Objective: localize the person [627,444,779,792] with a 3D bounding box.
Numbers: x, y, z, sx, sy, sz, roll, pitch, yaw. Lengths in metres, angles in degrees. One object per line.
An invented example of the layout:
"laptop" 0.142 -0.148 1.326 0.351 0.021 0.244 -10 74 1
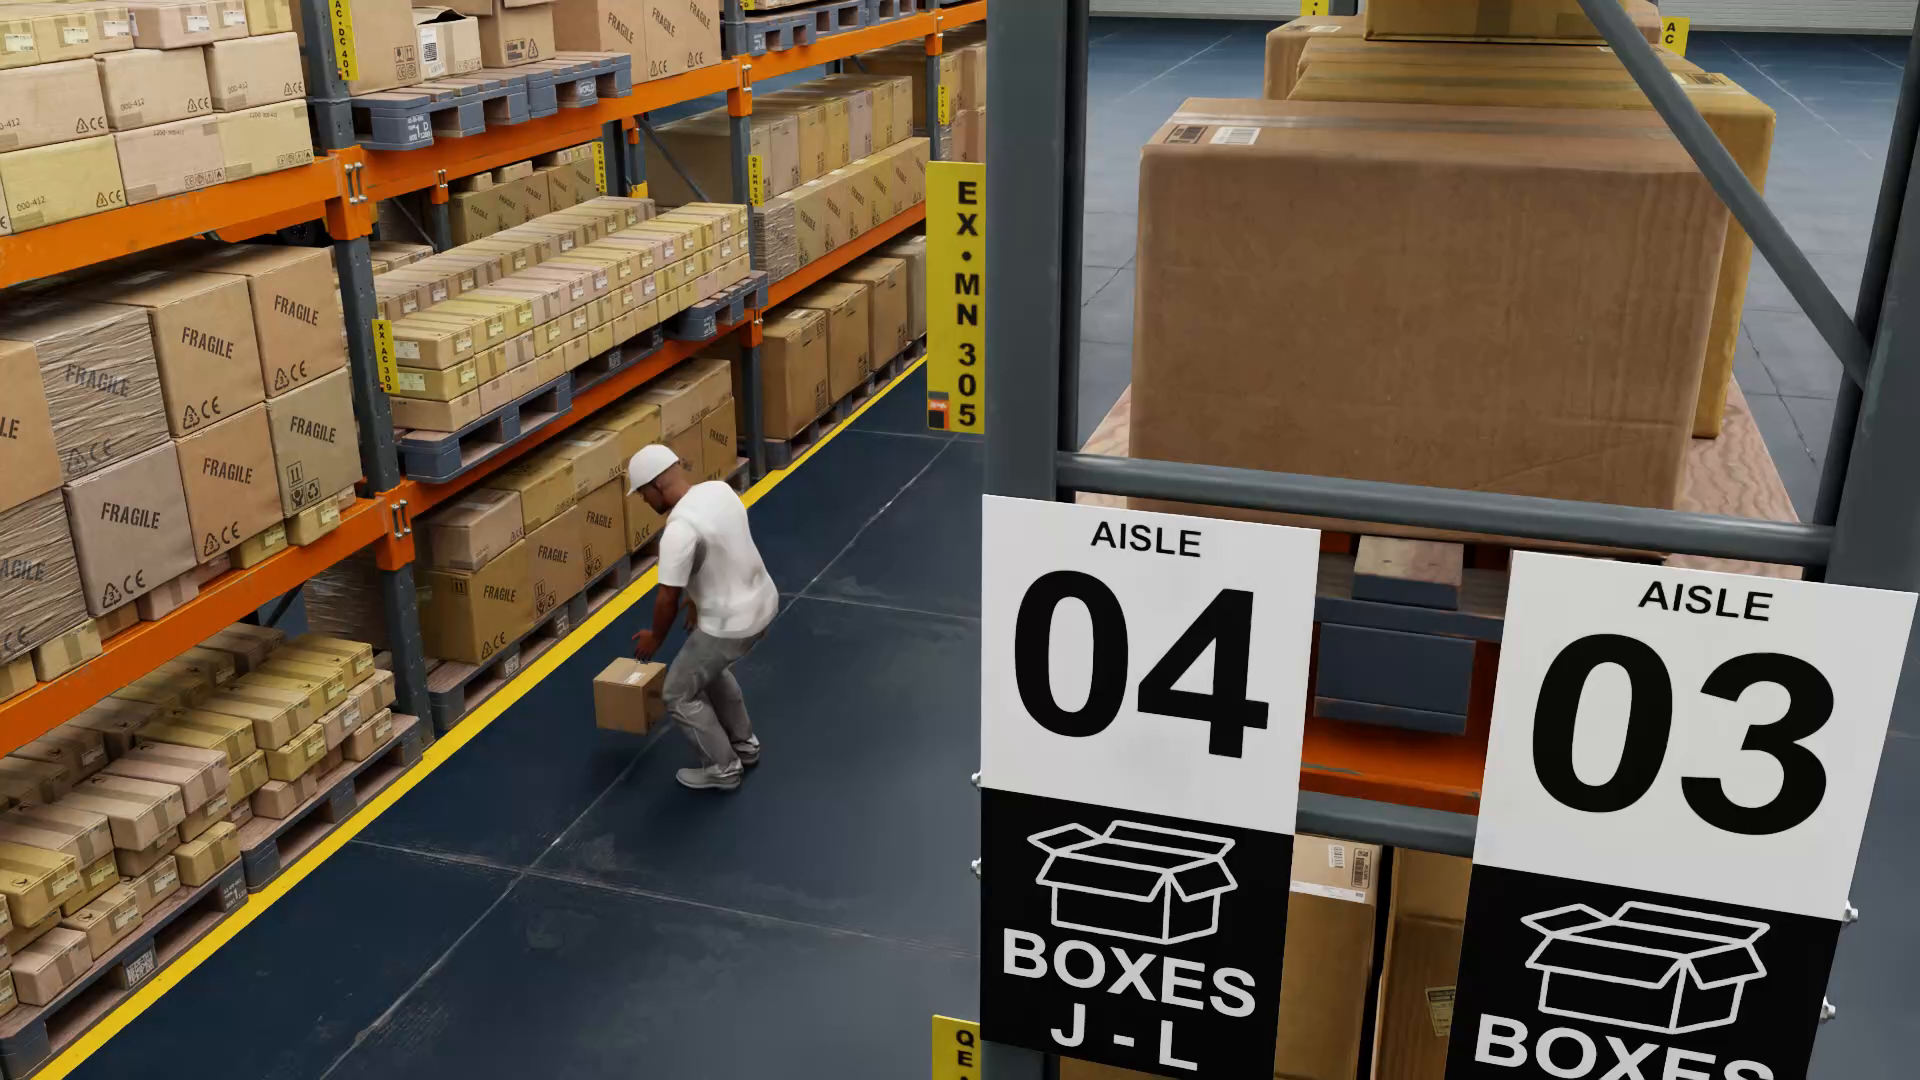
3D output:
"person" -1.148 0.348 7.425 0.622 1.591 0.620 7 23 16
